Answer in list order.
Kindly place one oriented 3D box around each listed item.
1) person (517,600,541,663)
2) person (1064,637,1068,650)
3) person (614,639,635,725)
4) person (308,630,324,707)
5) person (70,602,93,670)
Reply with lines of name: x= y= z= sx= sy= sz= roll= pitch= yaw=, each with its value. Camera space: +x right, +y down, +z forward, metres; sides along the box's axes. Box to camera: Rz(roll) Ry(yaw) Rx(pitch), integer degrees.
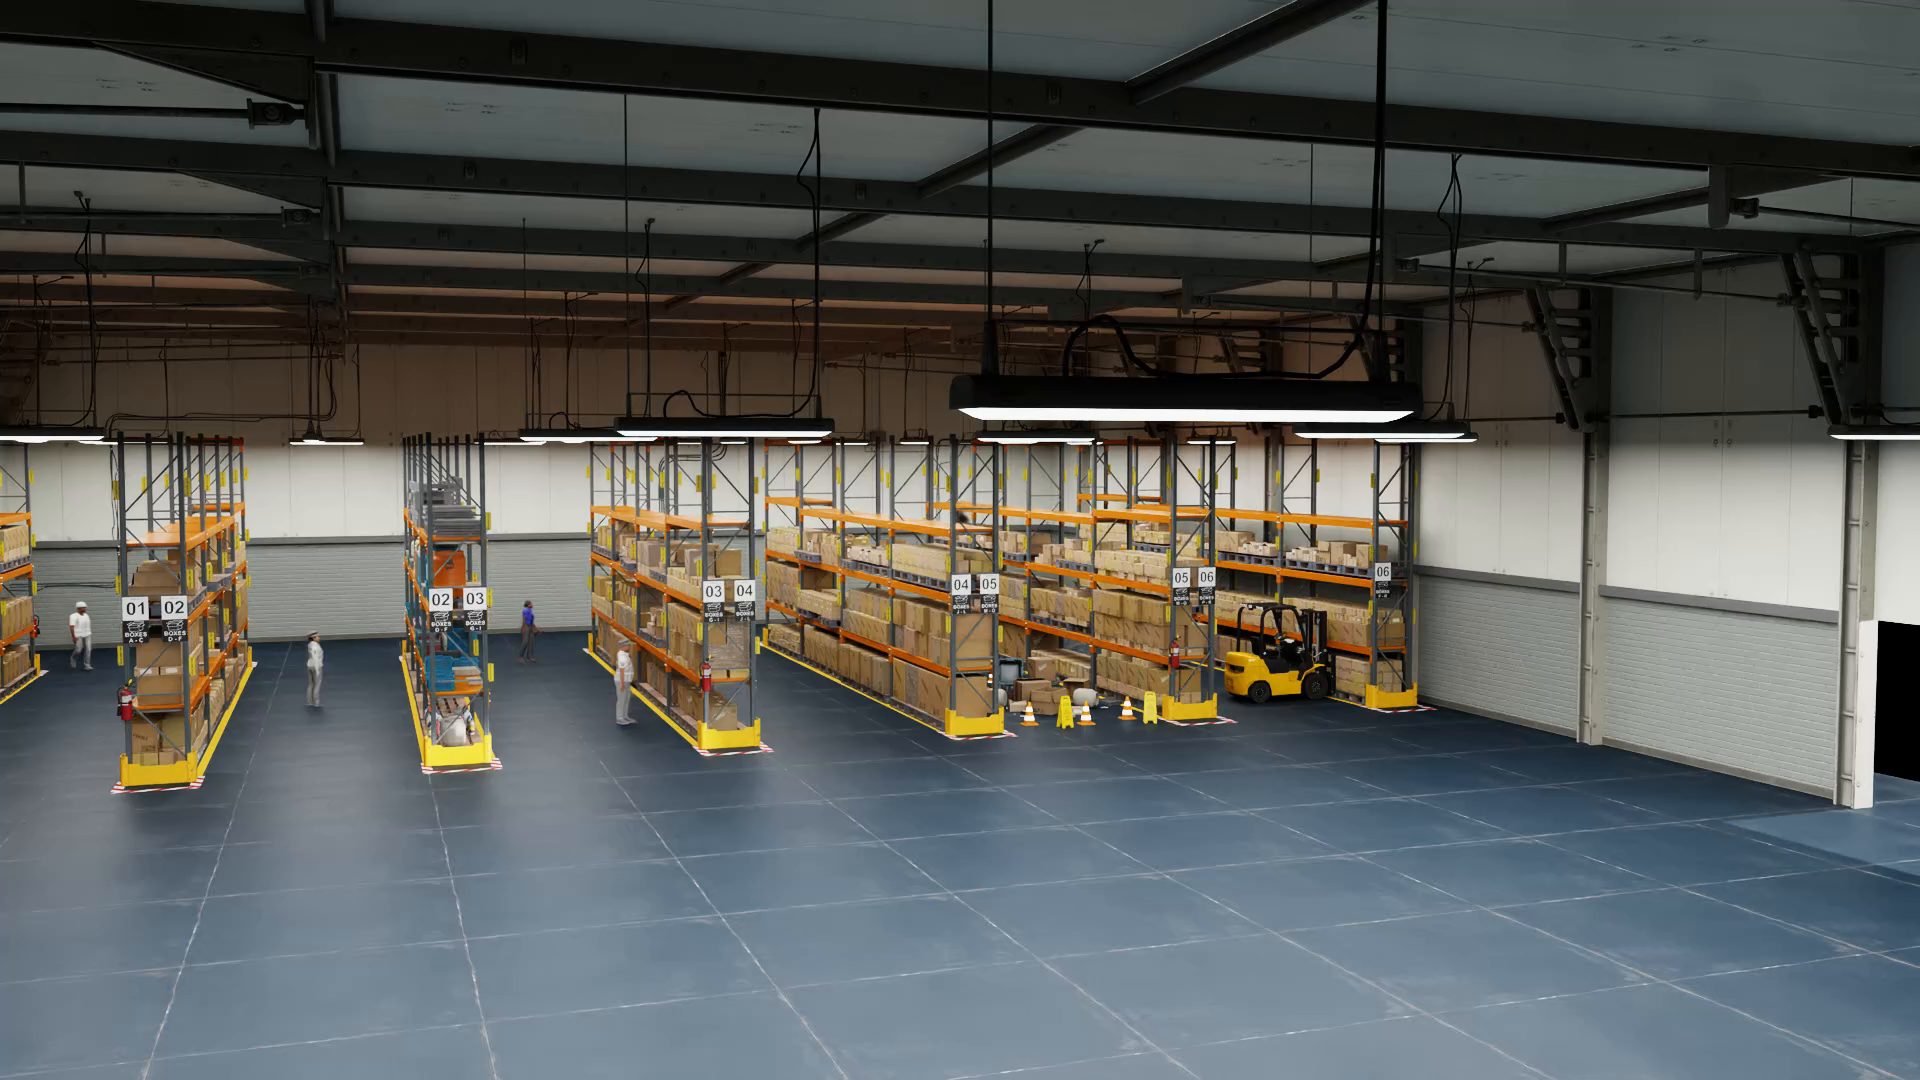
person: x=-11.526 y=2.443 z=44.416 sx=0.438 sy=1.659 sz=0.641 roll=1 pitch=3 yaw=16
person: x=2.835 y=2.257 z=46.161 sx=0.578 sy=1.743 sz=0.757 roll=-1 pitch=3 yaw=-24
person: x=-6.965 y=2.936 z=34.438 sx=0.404 sy=1.761 sz=0.611 roll=0 pitch=3 yaw=-6
person: x=-14.228 y=2.838 z=36.765 sx=0.520 sy=1.696 sz=0.372 roll=3 pitch=4 yaw=44
person: x=-22.593 y=2.465 z=42.715 sx=0.567 sy=1.754 sz=0.586 roll=2 pitch=4 yaw=37
